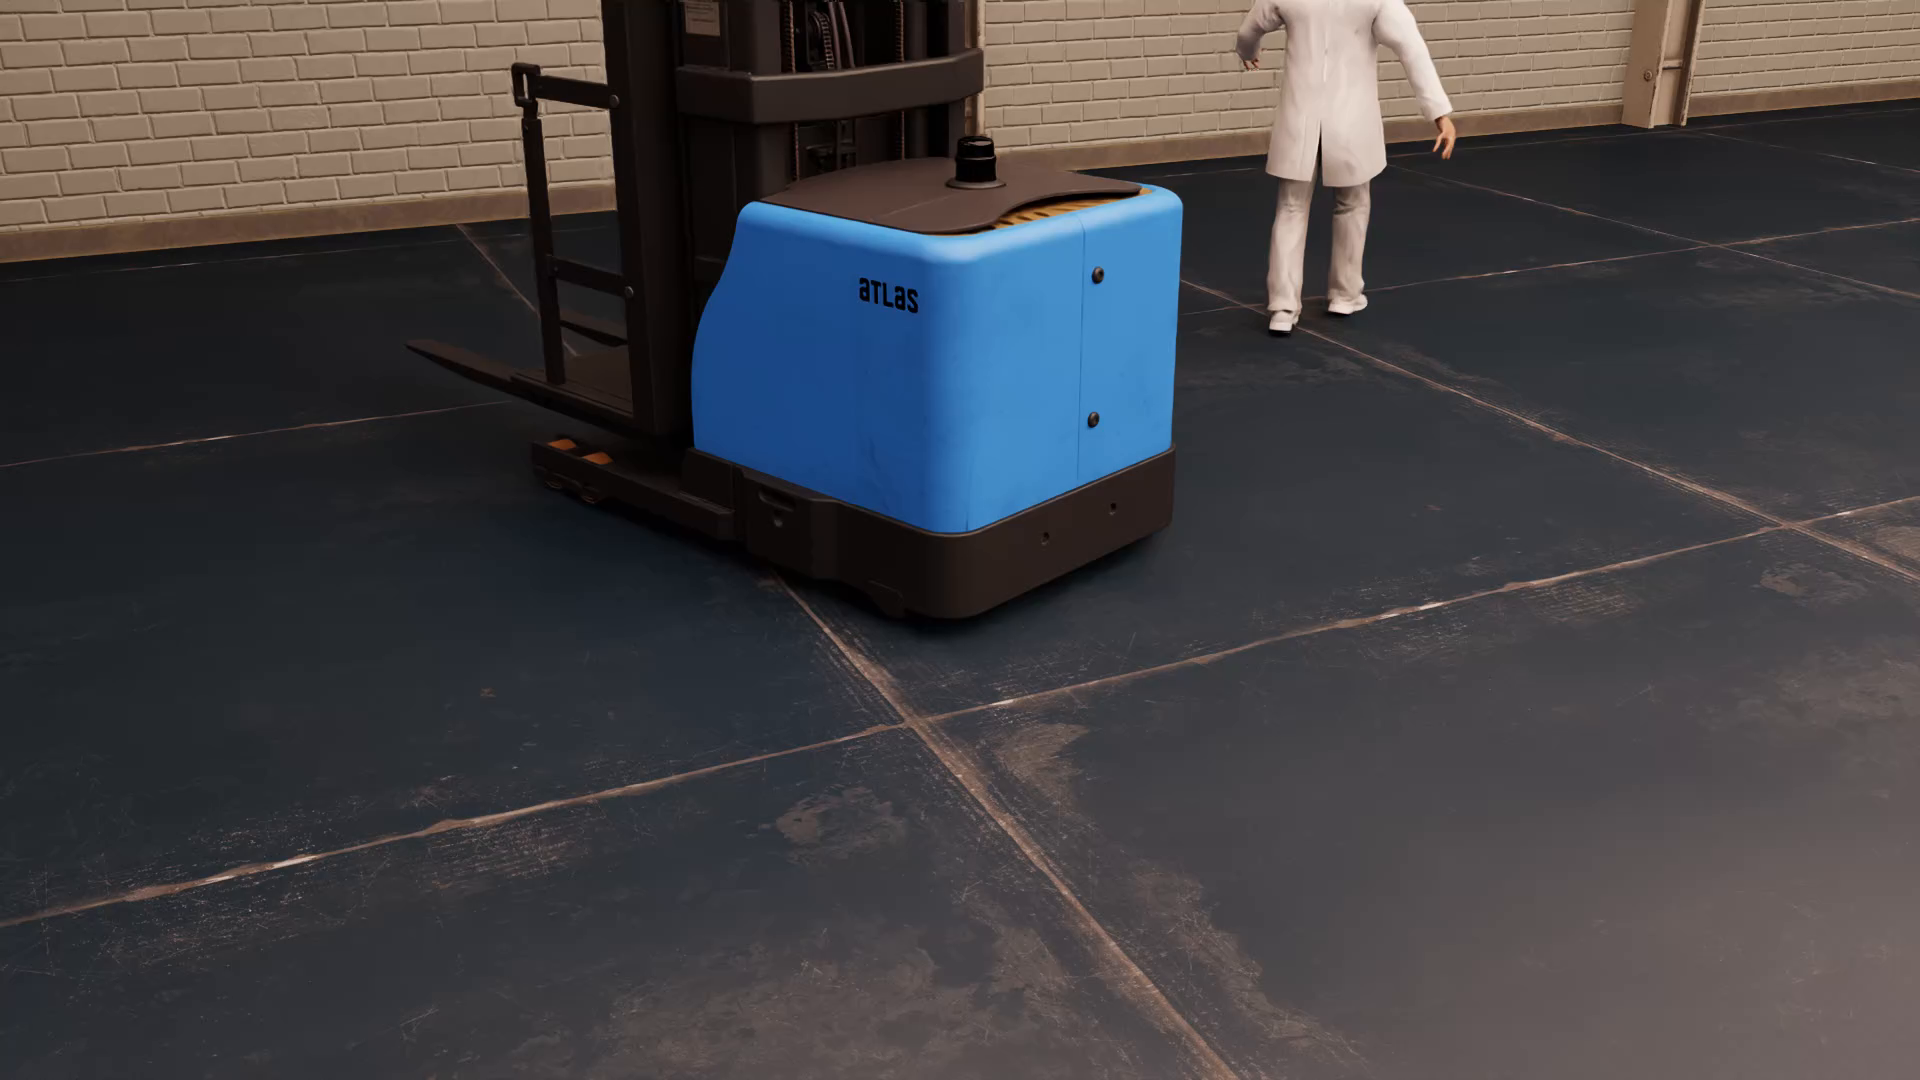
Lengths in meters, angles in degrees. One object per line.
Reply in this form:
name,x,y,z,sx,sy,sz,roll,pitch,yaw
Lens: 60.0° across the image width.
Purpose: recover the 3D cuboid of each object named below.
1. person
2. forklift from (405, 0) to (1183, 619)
person,1.635,-1.799,7.193,1.032,1.765,0.797,9,24,20
forklift,-0.778,-1.601,5.139,3.031,2.935,1.130,19,29,39
